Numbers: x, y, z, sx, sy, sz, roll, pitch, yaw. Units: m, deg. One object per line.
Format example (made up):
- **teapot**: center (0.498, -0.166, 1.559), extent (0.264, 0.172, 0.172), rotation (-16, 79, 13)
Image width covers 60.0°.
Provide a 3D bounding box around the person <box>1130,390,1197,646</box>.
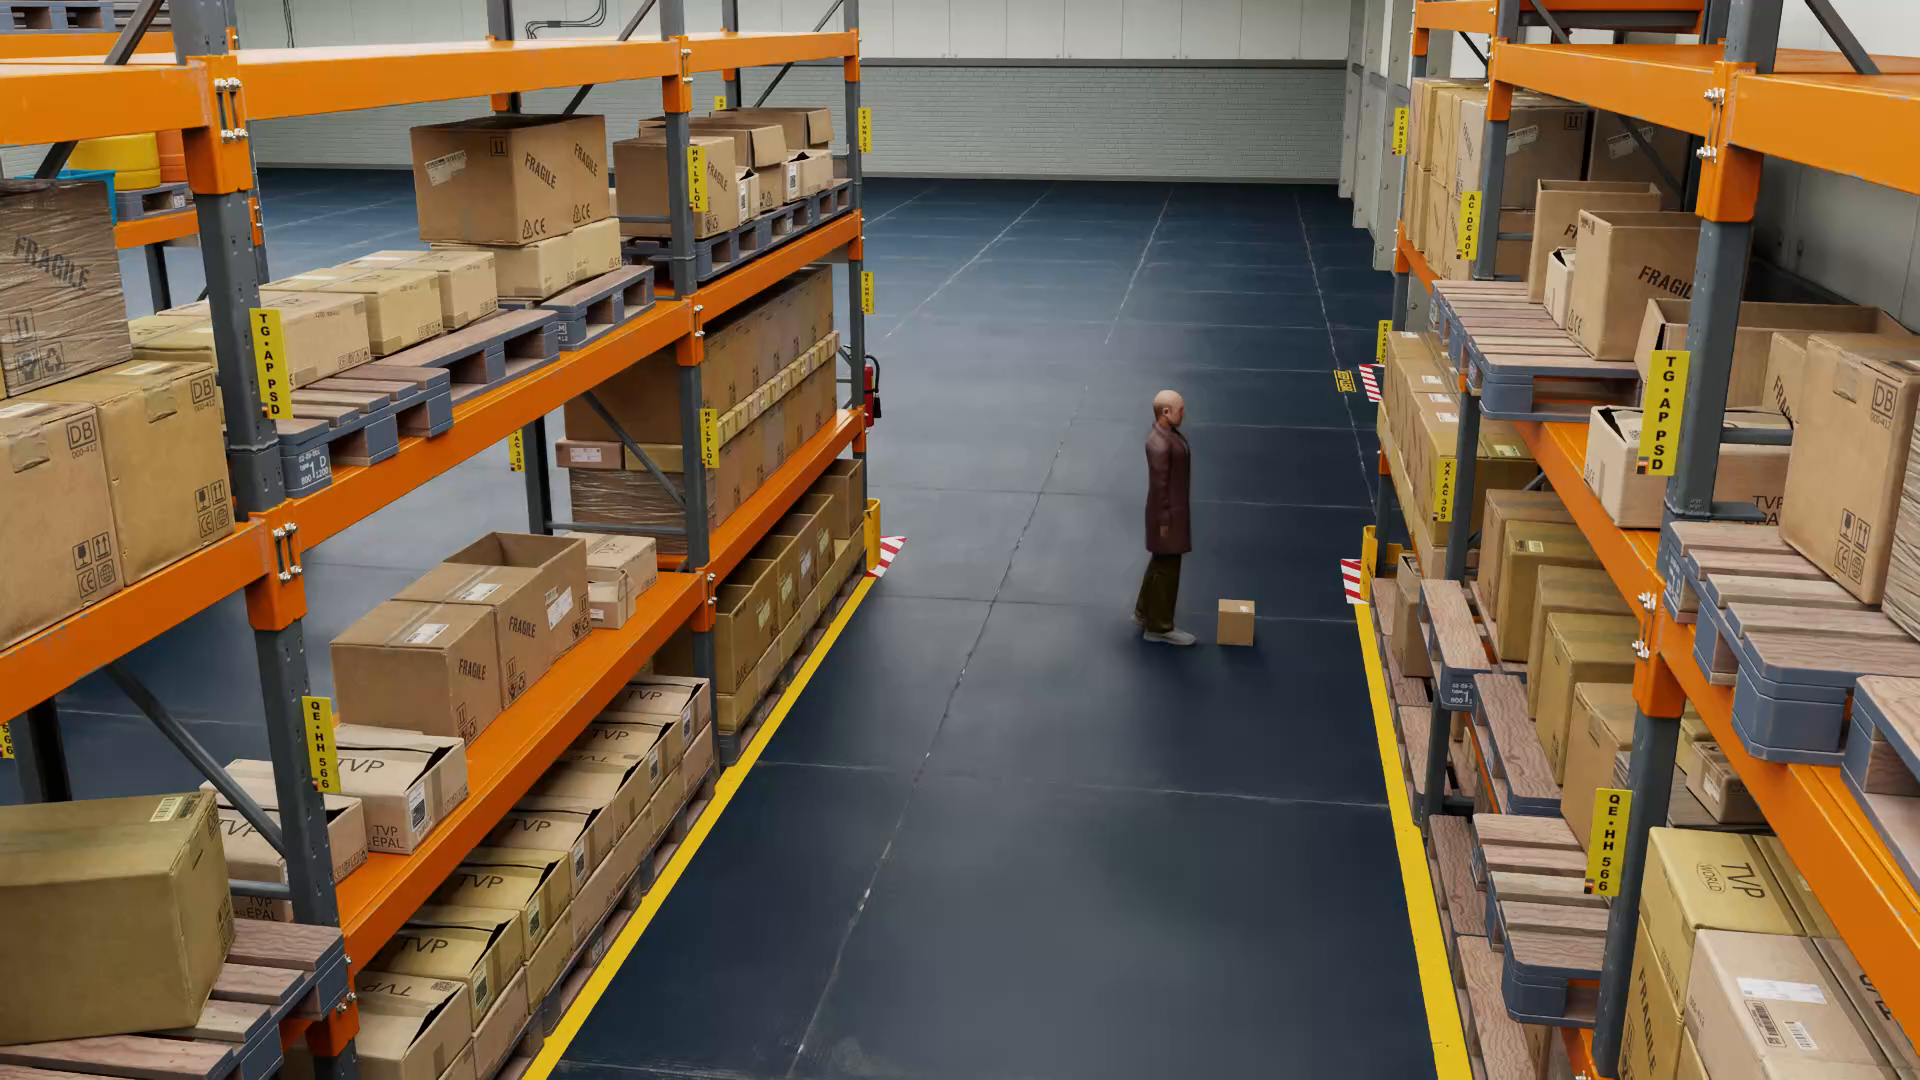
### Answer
- **person**: center (1.450, -0.140, 11.621), extent (0.489, 1.850, 0.577), rotation (3, 18, 10)
